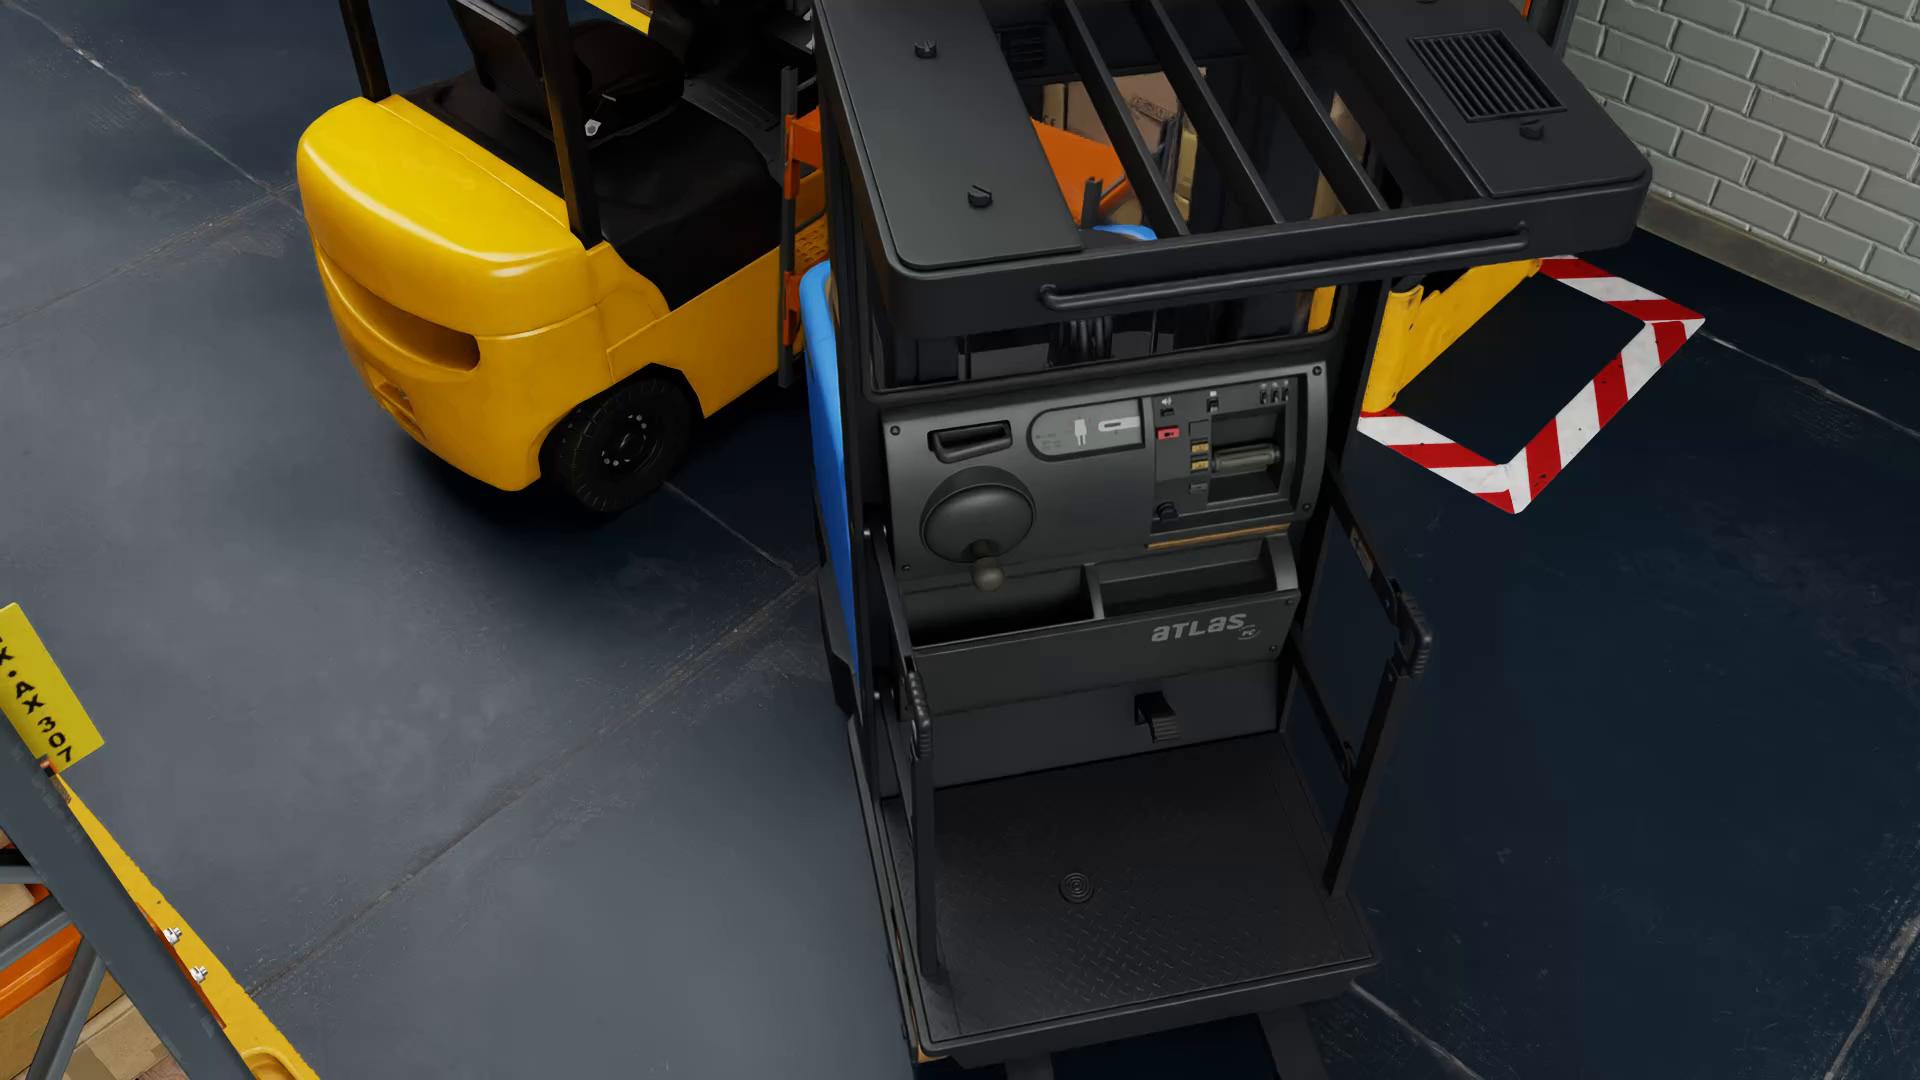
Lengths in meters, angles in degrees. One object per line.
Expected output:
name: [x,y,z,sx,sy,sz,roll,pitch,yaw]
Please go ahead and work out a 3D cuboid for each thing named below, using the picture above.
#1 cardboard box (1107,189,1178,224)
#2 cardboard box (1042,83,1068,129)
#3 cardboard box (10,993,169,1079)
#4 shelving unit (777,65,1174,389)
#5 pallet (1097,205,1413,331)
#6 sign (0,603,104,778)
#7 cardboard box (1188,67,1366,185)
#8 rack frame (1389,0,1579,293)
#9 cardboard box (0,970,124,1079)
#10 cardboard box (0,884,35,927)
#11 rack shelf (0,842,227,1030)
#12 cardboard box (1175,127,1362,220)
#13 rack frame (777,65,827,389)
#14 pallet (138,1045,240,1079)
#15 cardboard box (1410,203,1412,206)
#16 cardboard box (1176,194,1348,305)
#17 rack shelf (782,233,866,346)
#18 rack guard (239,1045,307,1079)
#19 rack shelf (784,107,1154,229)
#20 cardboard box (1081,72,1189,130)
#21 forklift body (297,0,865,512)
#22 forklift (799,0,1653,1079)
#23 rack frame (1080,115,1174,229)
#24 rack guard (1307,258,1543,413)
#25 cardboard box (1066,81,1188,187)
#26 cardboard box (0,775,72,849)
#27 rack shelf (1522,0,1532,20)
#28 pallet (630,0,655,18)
cardboard box: [0.741,-1.367,6.074,0.500,0.250,0.500,34,55,28]
cardboard box: [0.335,-1.795,6.133,0.500,0.250,0.500,33,55,27]
cardboard box: [-2.110,1.061,3.794,0.500,0.250,0.500,33,55,27]
shelving unit: [0.007,-0.871,5.202,1.048,1.125,0.538,25,44,21]
pallet: [1.069,-1.251,6.280,1.213,0.211,1.003,34,55,28]
sign: [-1.337,0.224,2.388,0.005,0.325,0.100,34,55,28]
cardboard box: [1.109,-1.455,5.471,0.500,0.250,0.500,36,56,29]
rack frame: [1.659,-1.850,4.930,0.127,3.000,1.000,34,55,28]
cardboard box: [-2.127,0.793,3.531,0.500,0.500,0.500,32,55,27]
cardboard box: [-1.814,0.618,2.784,0.250,0.149,0.380,34,55,28]
rack shelf: [-3.174,0.068,3.622,4.000,0.370,1.077,34,55,28]
cardboard box: [1.090,-1.297,5.665,0.500,0.250,0.500,33,55,27]
rack frame: [-0.424,-1.070,5.383,0.032,1.125,0.500,25,44,21]
pallet: [-2.333,1.307,3.878,1.213,0.211,1.003,34,55,28]
cardboard box: [1.431,-1.400,6.105,0.500,0.250,0.500,34,56,28]
cardboard box: [1.100,-1.116,5.838,0.500,0.250,0.500,34,56,28]
rack shelf: [-0.012,-0.685,5.360,1.000,0.278,0.538,25,44,21]
rack guard: [-1.760,1.629,3.378,0.348,0.500,1.175,34,55,28]
rack shelf: [0.030,-1.094,5.013,1.000,0.278,0.538,25,44,21]
cardboard box: [0.730,-1.705,5.705,0.500,0.250,0.500,35,56,28]
forklift body: [-0.971,-1.520,5.202,1.214,2.155,2.313,34,55,28]
forklift: [0.353,-0.042,3.279,1.130,2.935,3.031,-9,47,-8]
rack frame: [0.439,-0.673,5.021,0.032,1.125,0.500,25,44,21]
rack guard: [1.677,-0.983,5.830,0.348,0.500,1.175,34,55,28]
cardboard box: [0.728,-1.551,5.904,0.500,0.250,0.500,33,55,27]
cardboard box: [-1.864,0.292,2.646,0.500,0.500,0.500,33,55,27]
rack shelf: [0.190,-2.593,6.120,4.000,0.370,1.077,34,55,28]
pallet: [-0.724,-2.458,7.413,1.213,0.211,1.003,34,55,28]
